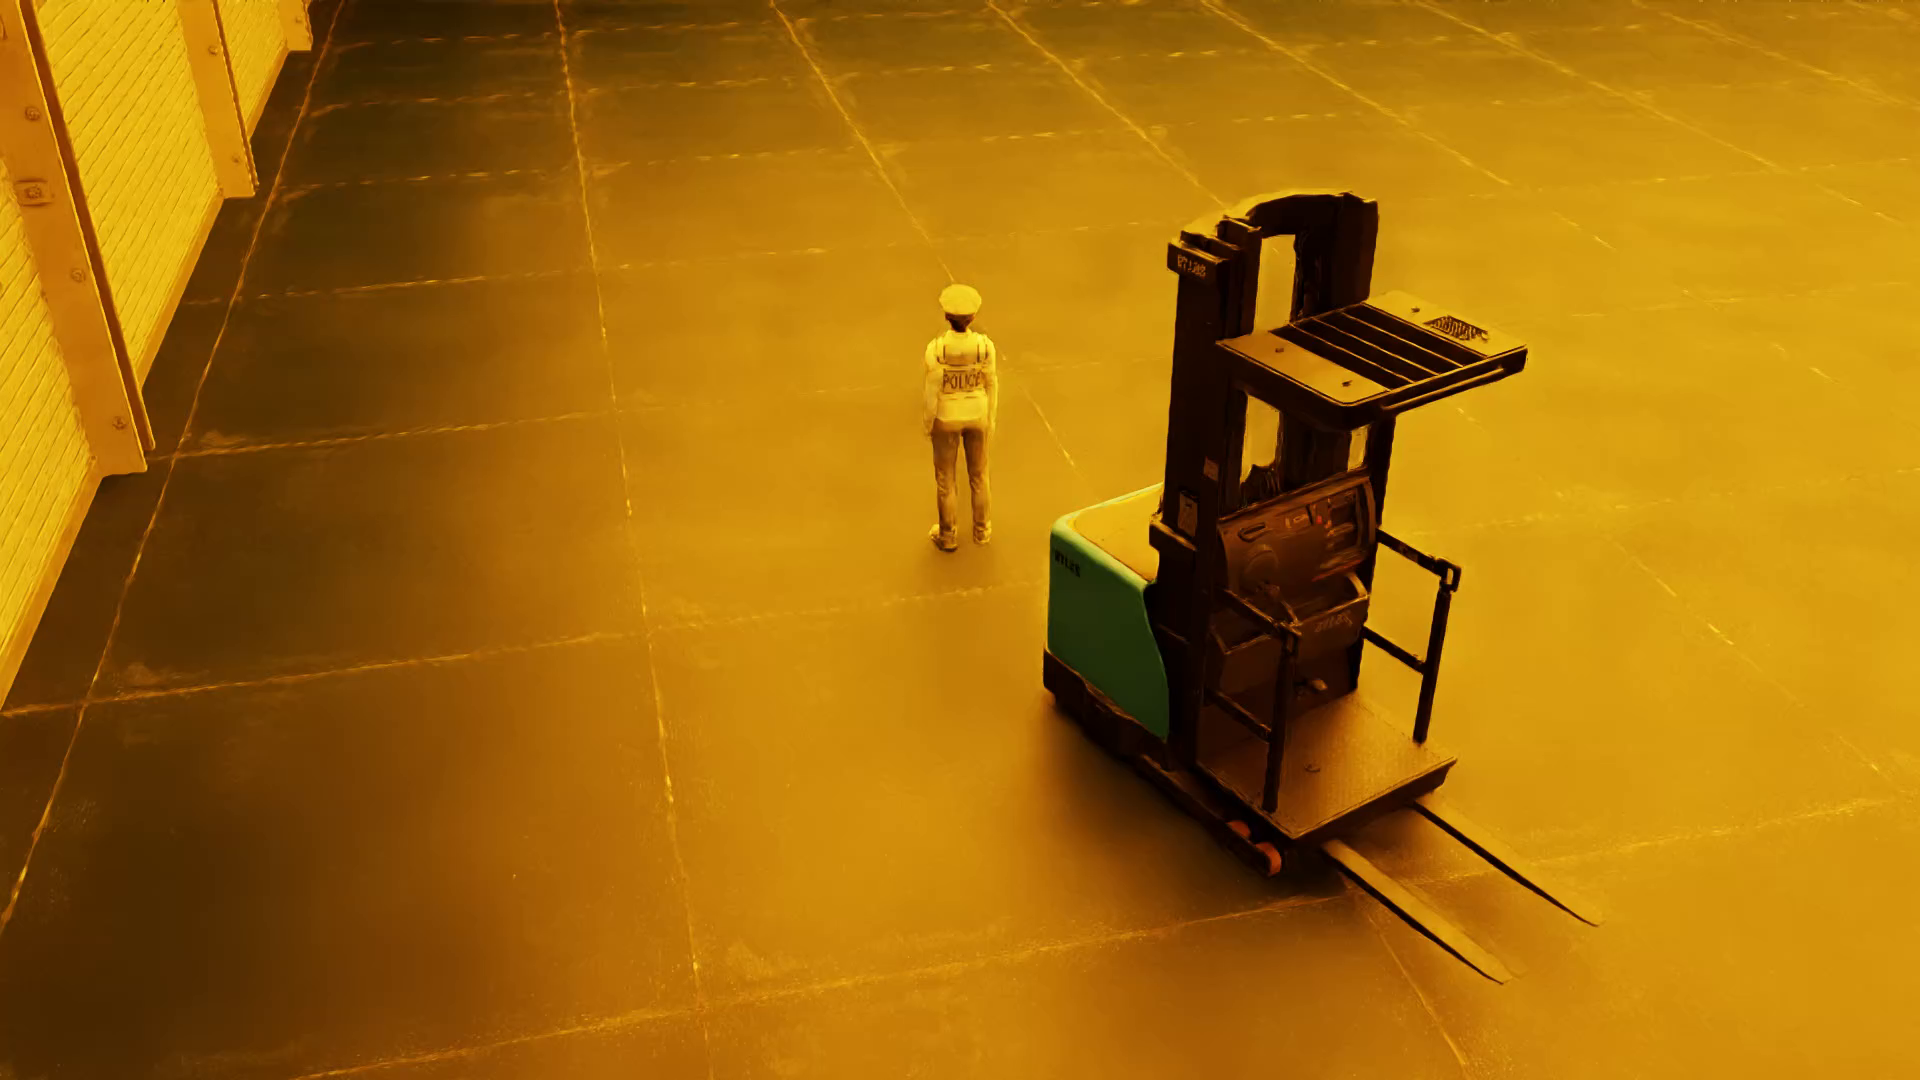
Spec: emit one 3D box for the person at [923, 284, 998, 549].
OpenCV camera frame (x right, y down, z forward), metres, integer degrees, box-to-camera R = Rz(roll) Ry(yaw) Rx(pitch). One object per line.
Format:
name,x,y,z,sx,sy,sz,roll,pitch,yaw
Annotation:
person,-0.005,-0.737,10.090,0.463,1.692,0.337,-7,31,-12

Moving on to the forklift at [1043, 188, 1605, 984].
forklift,1.683,0.036,7.513,1.130,2.935,3.031,-18,35,-29
